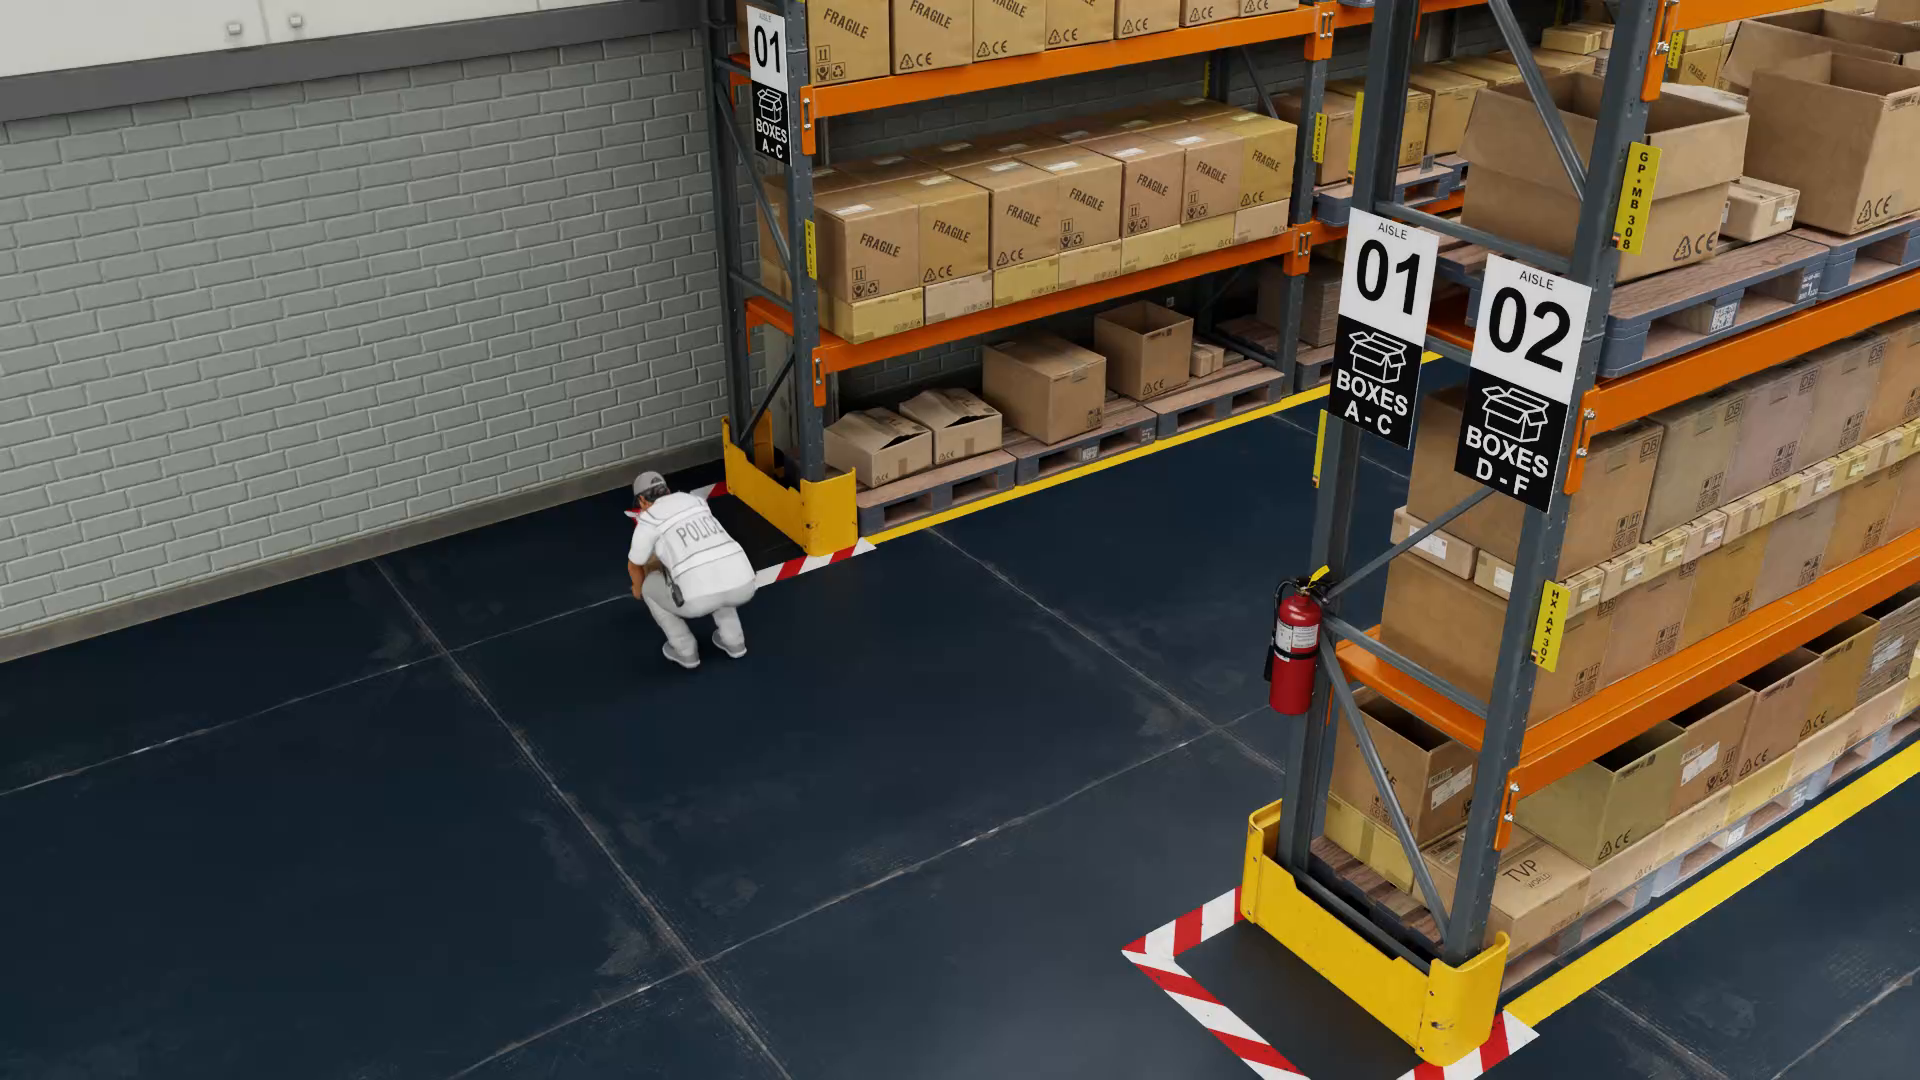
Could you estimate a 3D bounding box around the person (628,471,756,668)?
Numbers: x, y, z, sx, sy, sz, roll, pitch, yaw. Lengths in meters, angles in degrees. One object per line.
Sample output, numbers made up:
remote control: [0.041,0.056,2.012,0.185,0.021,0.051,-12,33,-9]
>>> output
person: [-1.470,0.176,9.016,0.526,0.986,0.839,-19,34,-31]
